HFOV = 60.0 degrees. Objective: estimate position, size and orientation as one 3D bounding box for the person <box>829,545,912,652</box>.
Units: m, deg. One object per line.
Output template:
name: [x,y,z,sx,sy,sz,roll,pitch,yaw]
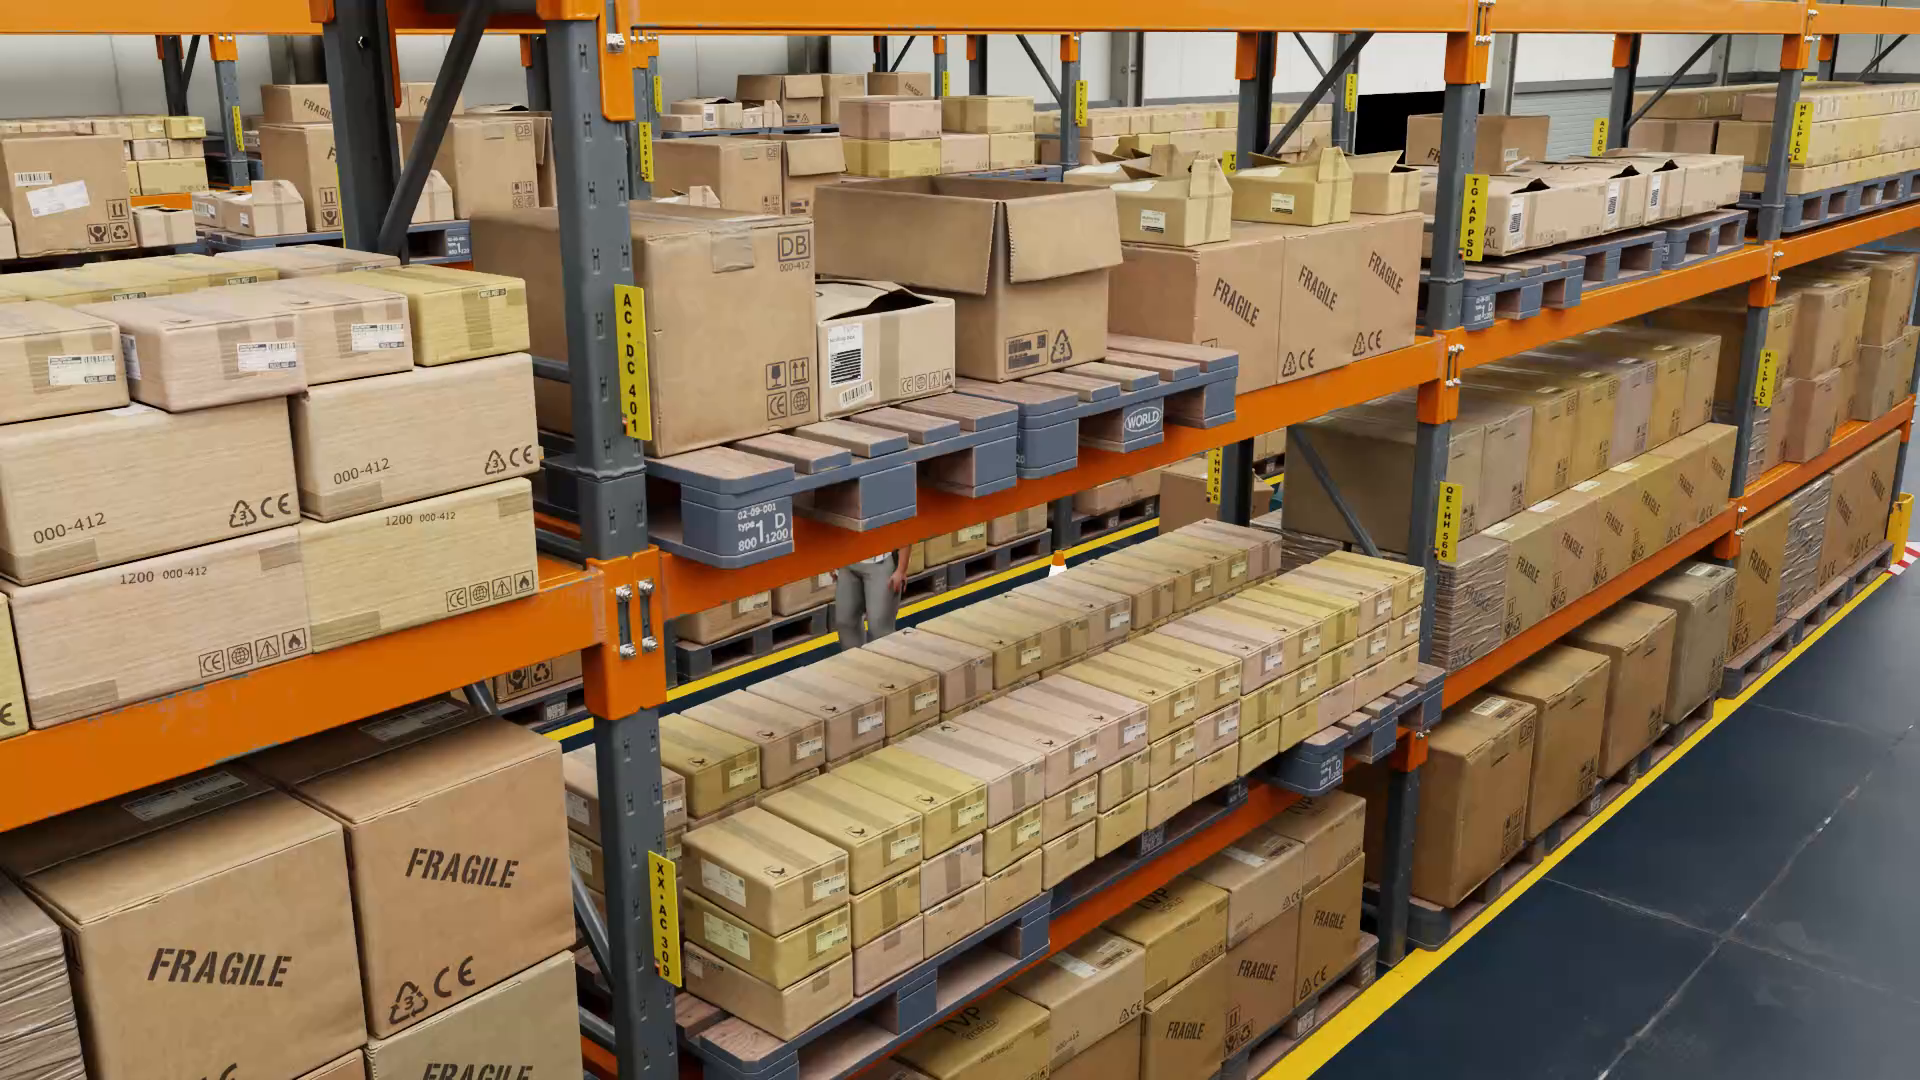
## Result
person: [-0.542,0.134,10.089,0.606,1.745,0.434,13,21,36]
